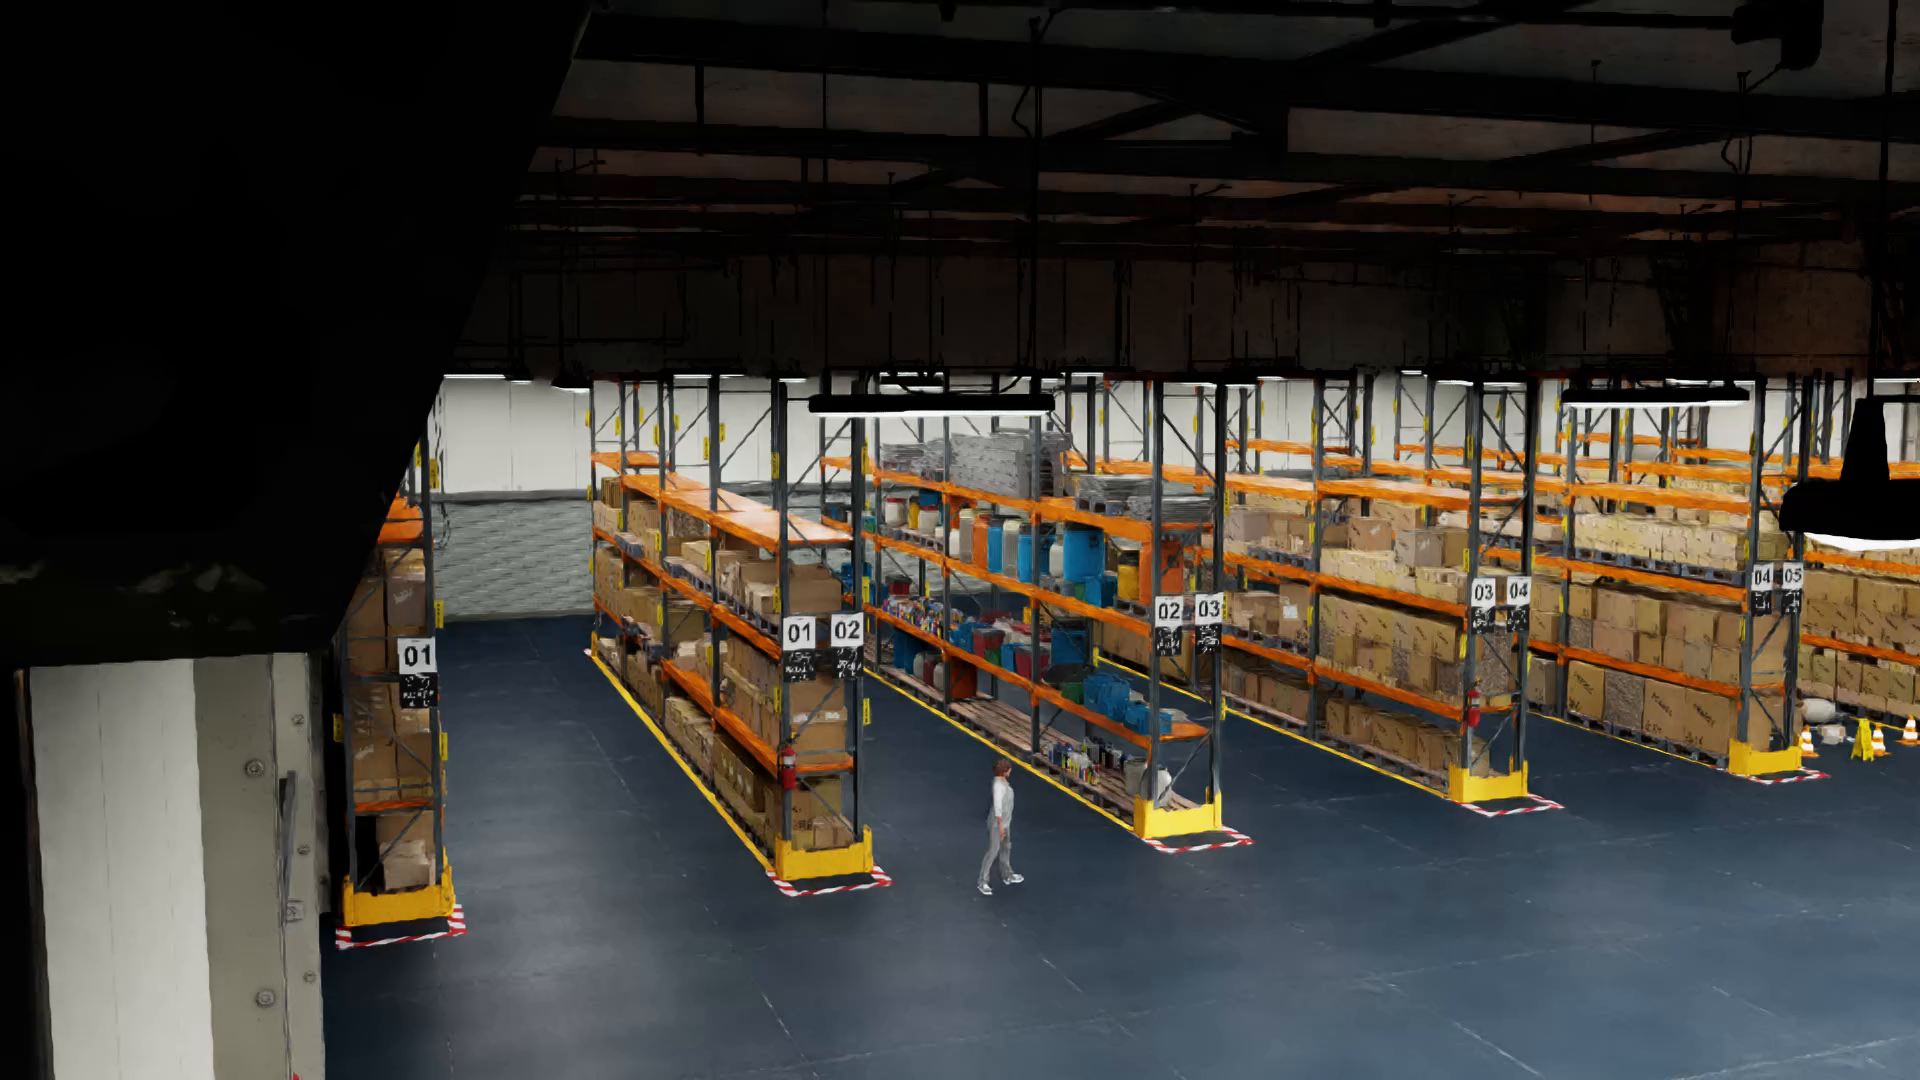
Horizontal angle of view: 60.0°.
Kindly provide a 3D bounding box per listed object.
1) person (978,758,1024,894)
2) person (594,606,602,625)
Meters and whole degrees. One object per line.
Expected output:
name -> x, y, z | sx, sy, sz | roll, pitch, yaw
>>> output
person -> 0.478, 3.357, 19.645 | 0.493, 1.556, 0.623 | 1, 6, 11
person -> -8.332, 1.169, 39.104 | 0.492, 1.609, 0.953 | 0, 6, 0
